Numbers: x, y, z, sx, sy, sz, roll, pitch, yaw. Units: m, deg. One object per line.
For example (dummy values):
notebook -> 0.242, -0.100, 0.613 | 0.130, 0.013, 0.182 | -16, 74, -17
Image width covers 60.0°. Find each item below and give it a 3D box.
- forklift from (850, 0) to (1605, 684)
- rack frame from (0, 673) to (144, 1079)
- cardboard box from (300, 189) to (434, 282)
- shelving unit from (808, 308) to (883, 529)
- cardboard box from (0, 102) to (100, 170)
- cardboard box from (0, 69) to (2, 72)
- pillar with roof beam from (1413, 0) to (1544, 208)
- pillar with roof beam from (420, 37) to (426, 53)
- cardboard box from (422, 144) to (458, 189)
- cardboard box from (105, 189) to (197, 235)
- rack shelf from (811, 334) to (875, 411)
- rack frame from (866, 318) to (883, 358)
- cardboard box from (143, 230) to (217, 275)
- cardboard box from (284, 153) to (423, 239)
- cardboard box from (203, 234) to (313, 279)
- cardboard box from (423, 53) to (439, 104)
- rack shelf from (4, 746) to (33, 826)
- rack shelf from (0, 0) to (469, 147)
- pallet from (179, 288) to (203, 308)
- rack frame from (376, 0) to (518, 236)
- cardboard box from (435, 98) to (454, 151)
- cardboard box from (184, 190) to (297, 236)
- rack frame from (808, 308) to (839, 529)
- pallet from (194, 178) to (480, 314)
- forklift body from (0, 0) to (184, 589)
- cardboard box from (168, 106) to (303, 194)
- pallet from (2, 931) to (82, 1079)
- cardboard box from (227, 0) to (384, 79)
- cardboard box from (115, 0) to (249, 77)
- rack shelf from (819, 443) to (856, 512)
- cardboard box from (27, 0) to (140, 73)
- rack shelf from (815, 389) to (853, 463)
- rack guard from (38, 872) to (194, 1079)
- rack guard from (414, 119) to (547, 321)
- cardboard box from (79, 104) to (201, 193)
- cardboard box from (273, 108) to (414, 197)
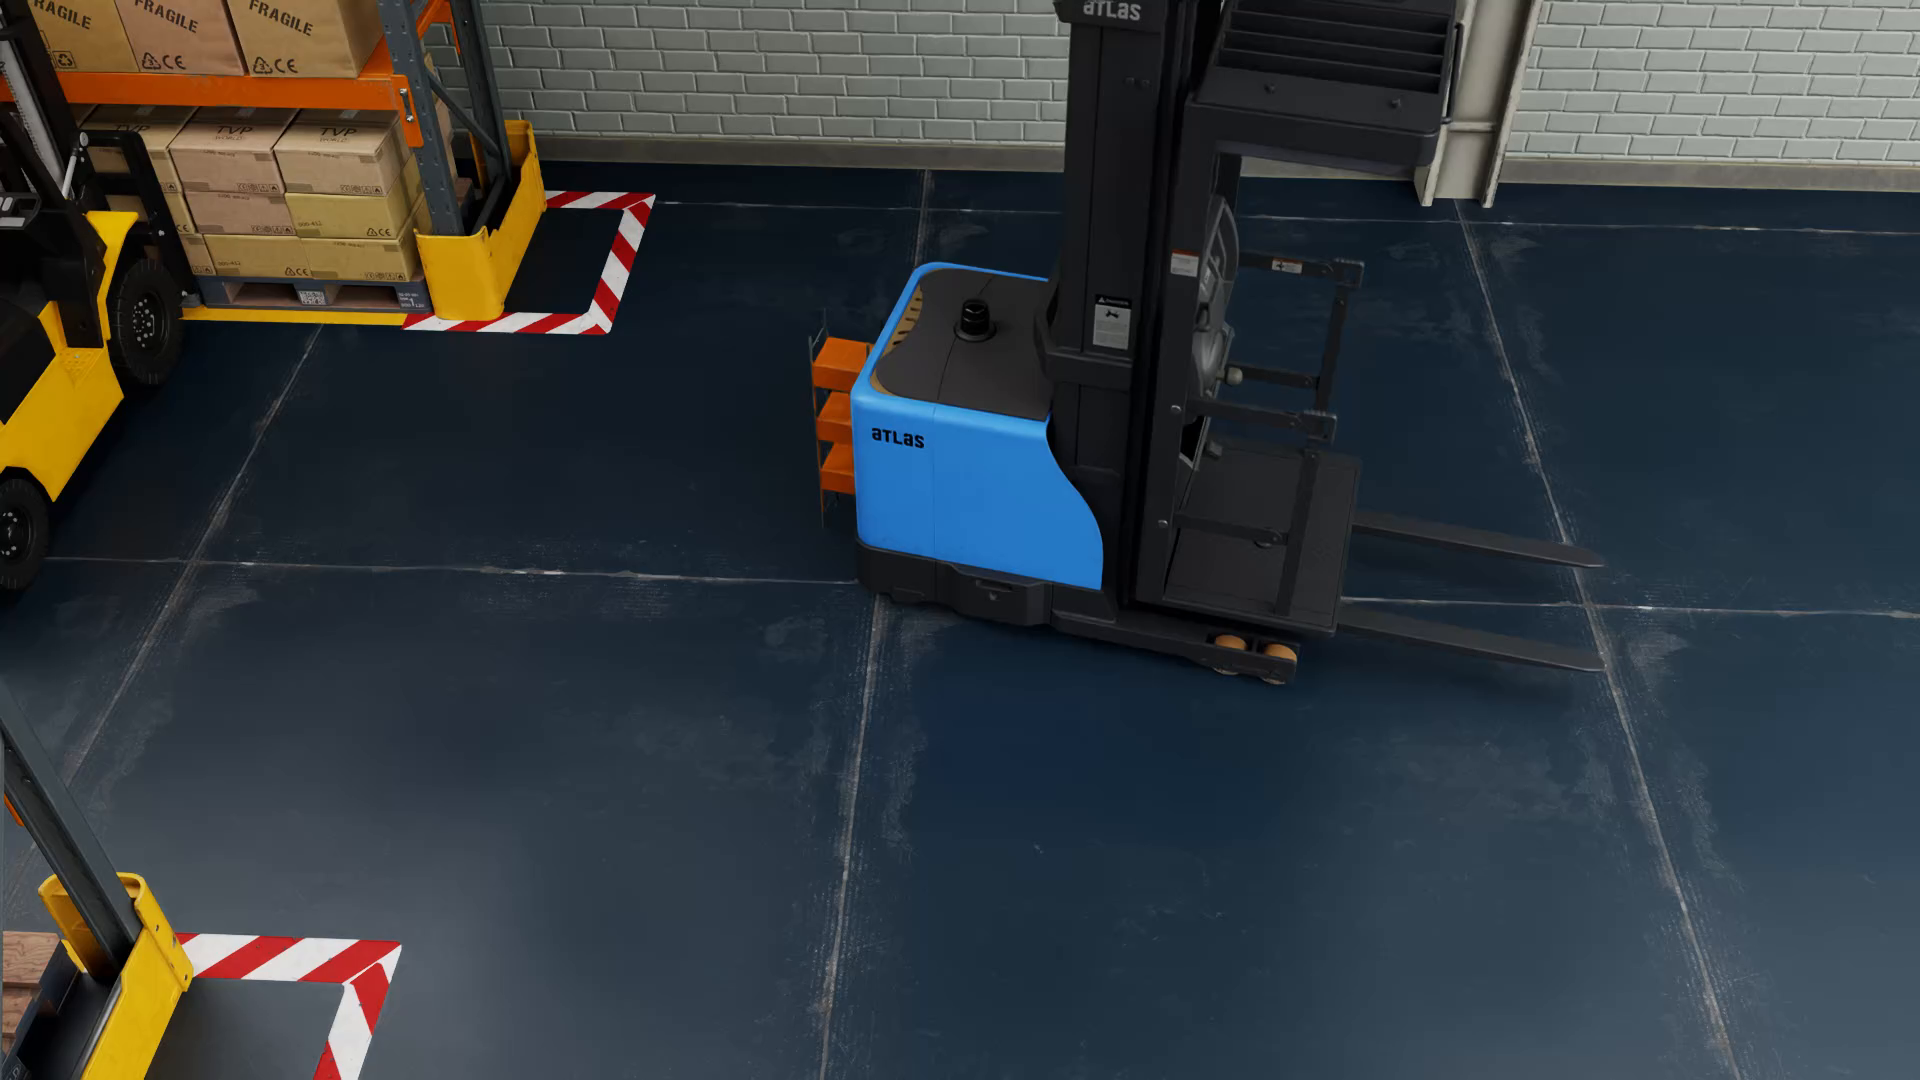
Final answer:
forklift -> 1.135, -0.896, 6.147 | 3.031, 2.935, 1.130 | 11, 44, 11
rack frame -> -2.761, 0.755, 4.324 | 0.127, 3.000, 1.000 | 2, 43, 2
cardboard box -> -3.024, -1.571, 8.531 | 0.500, 0.250, 0.500 | 2, 43, 2
shelving unit -> -0.462, -0.477, 7.077 | 0.252, 1.050, 0.215 | 11, 44, 11
cardboard box -> -4.535, -1.981, 8.237 | 0.500, 0.250, 0.500 | 1, 43, 1
cardboard box -> -4.577, -2.543, 7.791 | 0.500, 0.500, 0.500 | 2, 43, 2
pillar with roof beam -> 2.604, -2.339, 3.245 | 0.400, 9.000, 9.100 | 2, 43, 2
pillar with roof beam -> -3.390, -2.523, 3.442 | 0.400, 9.000, 9.100 | 2, 43, 2
cardboard box -> -3.023, -1.920, 8.905 | 0.500, 0.250, 0.500 | 2, 43, 2
cardboard box -> -4.058, -1.781, 8.389 | 0.500, 0.250, 0.500 | 1, 43, 1
rack shelf -> -0.462, -0.677, 6.891 | 0.240, 0.259, 0.215 | 11, 44, 11
rack frame -> -0.344, -0.455, 7.053 | 0.008, 1.050, 0.200 | 11, 44, 11
cardboard box -> -4.020, -1.615, 8.577 | 0.500, 0.250, 0.500 | 2, 43, 2
cardboard box -> -3.041, -1.757, 8.363 | 0.500, 0.250, 0.500 | 1, 43, 1
cardboard box -> -3.521, -1.593, 8.554 | 0.500, 0.250, 0.500 | 2, 43, 2
cardboard box -> -3.012, -2.282, 8.560 | 0.500, 0.250, 0.500 | 1, 43, 1
rack shelf -> -4.758, 0.957, 4.635 | 4.000, 0.370, 1.077 | 2, 43, 2
rack shelf -> -4.539, -2.423, 8.263 | 4.000, 0.370, 1.077 | 2, 43, 2
pallet -> -4.522, -1.639, 8.939 | 1.213, 0.211, 1.003 | 2, 43, 2
rack frame -> -2.541, -2.625, 7.952 | 0.127, 3.000, 1.000 | 2, 43, 2
cardboard box -> -3.001, -2.111, 8.743 | 0.500, 0.250, 0.500 | 2, 43, 3
cardboard box -> -3.542, -1.780, 8.388 | 0.500, 0.250, 0.500 | 1, 43, 1
rack frame -> -0.579, -0.499, 7.101 | 0.008, 1.050, 0.200 | 11, 44, 11
pallet -> -3.307, -1.599, 8.897 | 1.213, 0.211, 1.003 | 2, 43, 2
forklift body -> -4.517, -1.130, 6.970 | 1.214, 2.155, 2.313 | 2, 43, 2
cardboard box -> -3.525, -1.951, 8.205 | 0.500, 0.250, 0.500 | 2, 43, 3
pallet -> -3.646, 1.724, 5.329 | 1.213, 0.211, 1.003 | 2, 43, 2
cardboard box -> -3.044, -2.497, 7.742 | 0.500, 0.500, 0.500 | 1, 43, 1
cardboard box -> -3.562, -2.520, 7.766 | 0.500, 0.500, 0.500 | 3, 43, 3
rack shelf -> -0.462, -0.266, 7.274 | 0.240, 0.259, 0.215 | 11, 44, 11
cardboard box -> -4.074, -2.535, 7.783 | 0.500, 0.500, 0.500 | 1, 43, 1
rack shelf -> -0.462, -0.469, 7.084 | 0.240, 0.259, 0.215 | 11, 44, 11
rack guard -> -2.836, 1.668, 5.178 | 0.348, 0.500, 1.175 | 2, 43, 2
rack guard -> -2.517, -1.709, 8.803 | 0.348, 0.500, 1.175 | 2, 43, 2
cardboard box -> -4.030, -1.960, 8.215 | 0.500, 0.250, 0.500 | 2, 43, 2
cardboard box -> -3.015, -1.940, 8.193 | 0.500, 0.250, 0.500 | 3, 43, 3
